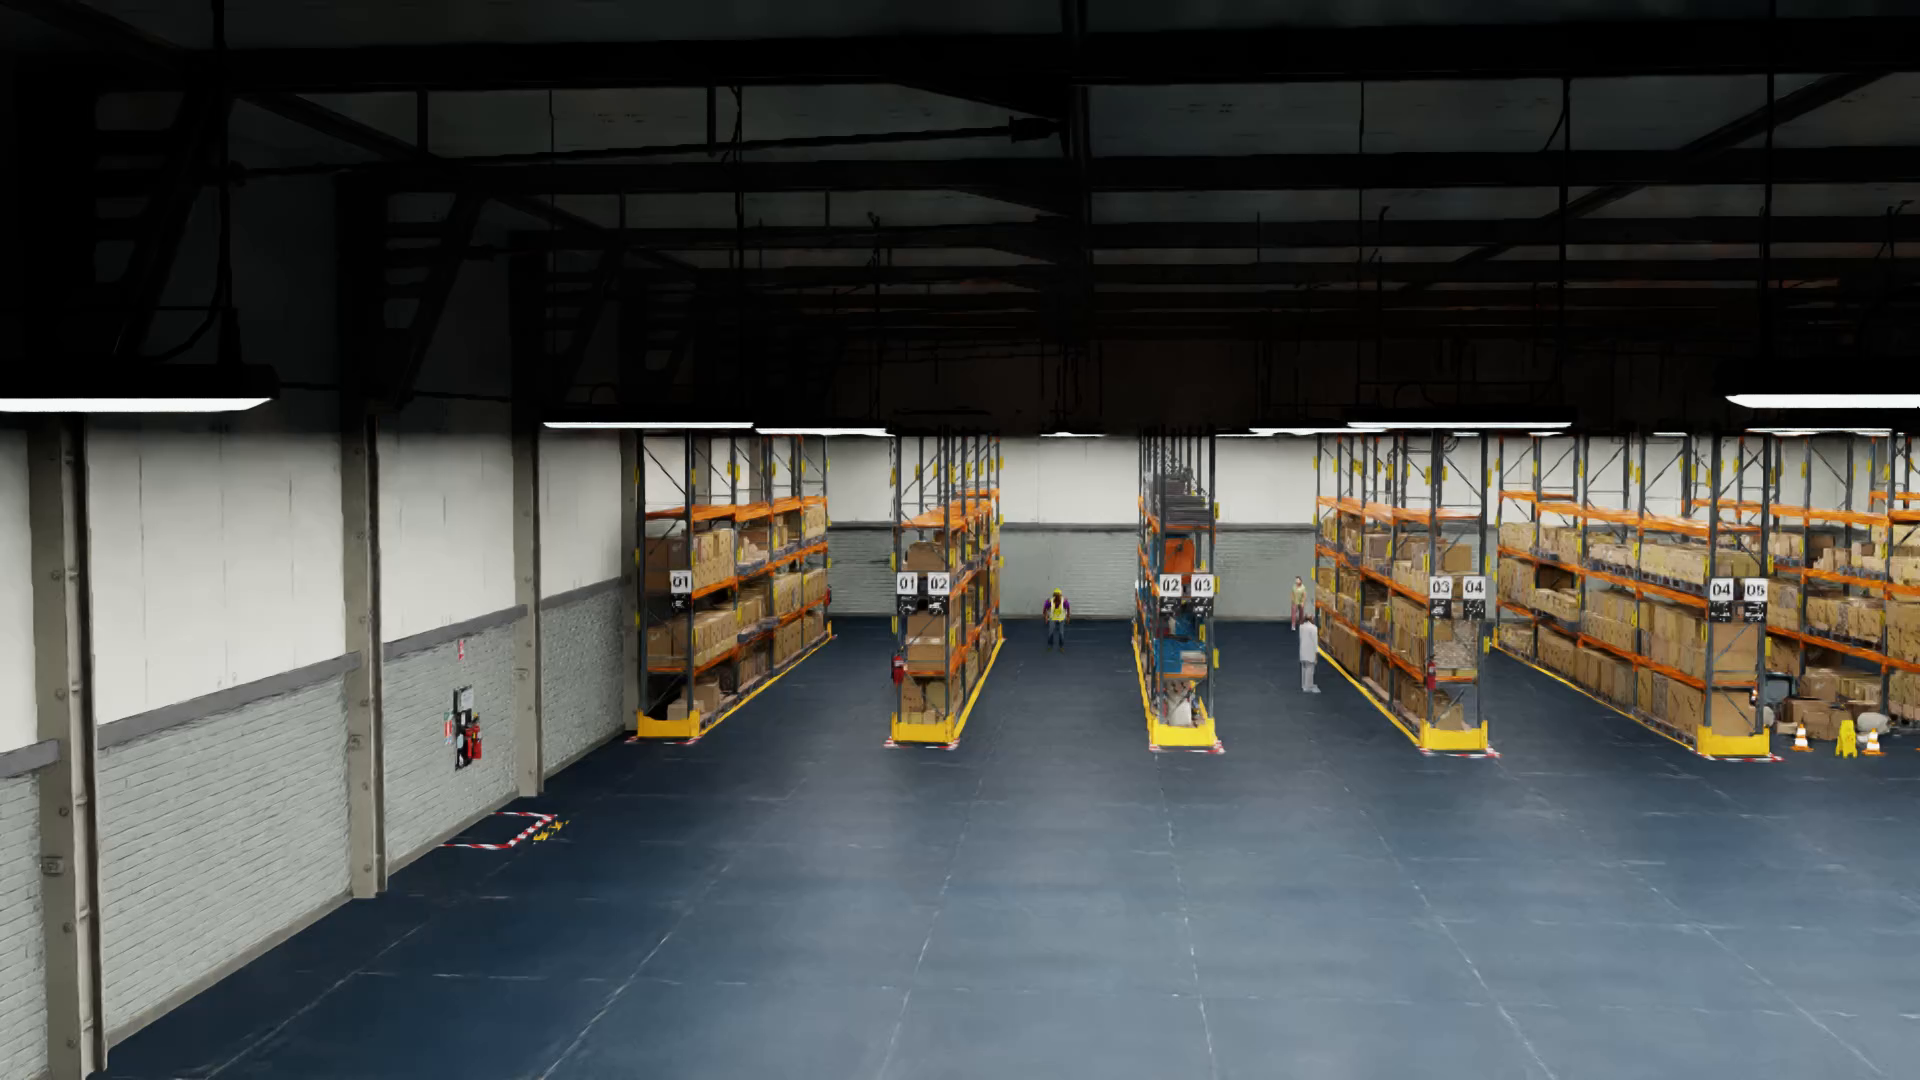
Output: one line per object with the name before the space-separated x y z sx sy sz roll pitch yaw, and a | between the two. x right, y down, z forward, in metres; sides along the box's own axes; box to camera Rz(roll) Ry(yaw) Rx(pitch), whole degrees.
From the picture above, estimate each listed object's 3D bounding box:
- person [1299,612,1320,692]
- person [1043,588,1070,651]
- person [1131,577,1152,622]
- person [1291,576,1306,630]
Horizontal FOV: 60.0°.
person | 7.946 2.523 37.681 0.515 1.785 0.638 -2 4 -26
person | 2.609 2.146 44.857 0.719 1.714 0.577 0 3 3
person | 5.665 1.744 51.212 0.592 1.739 0.938 -1 4 -22
person | 10.130 1.887 49.727 0.447 1.592 1.019 1 4 14
